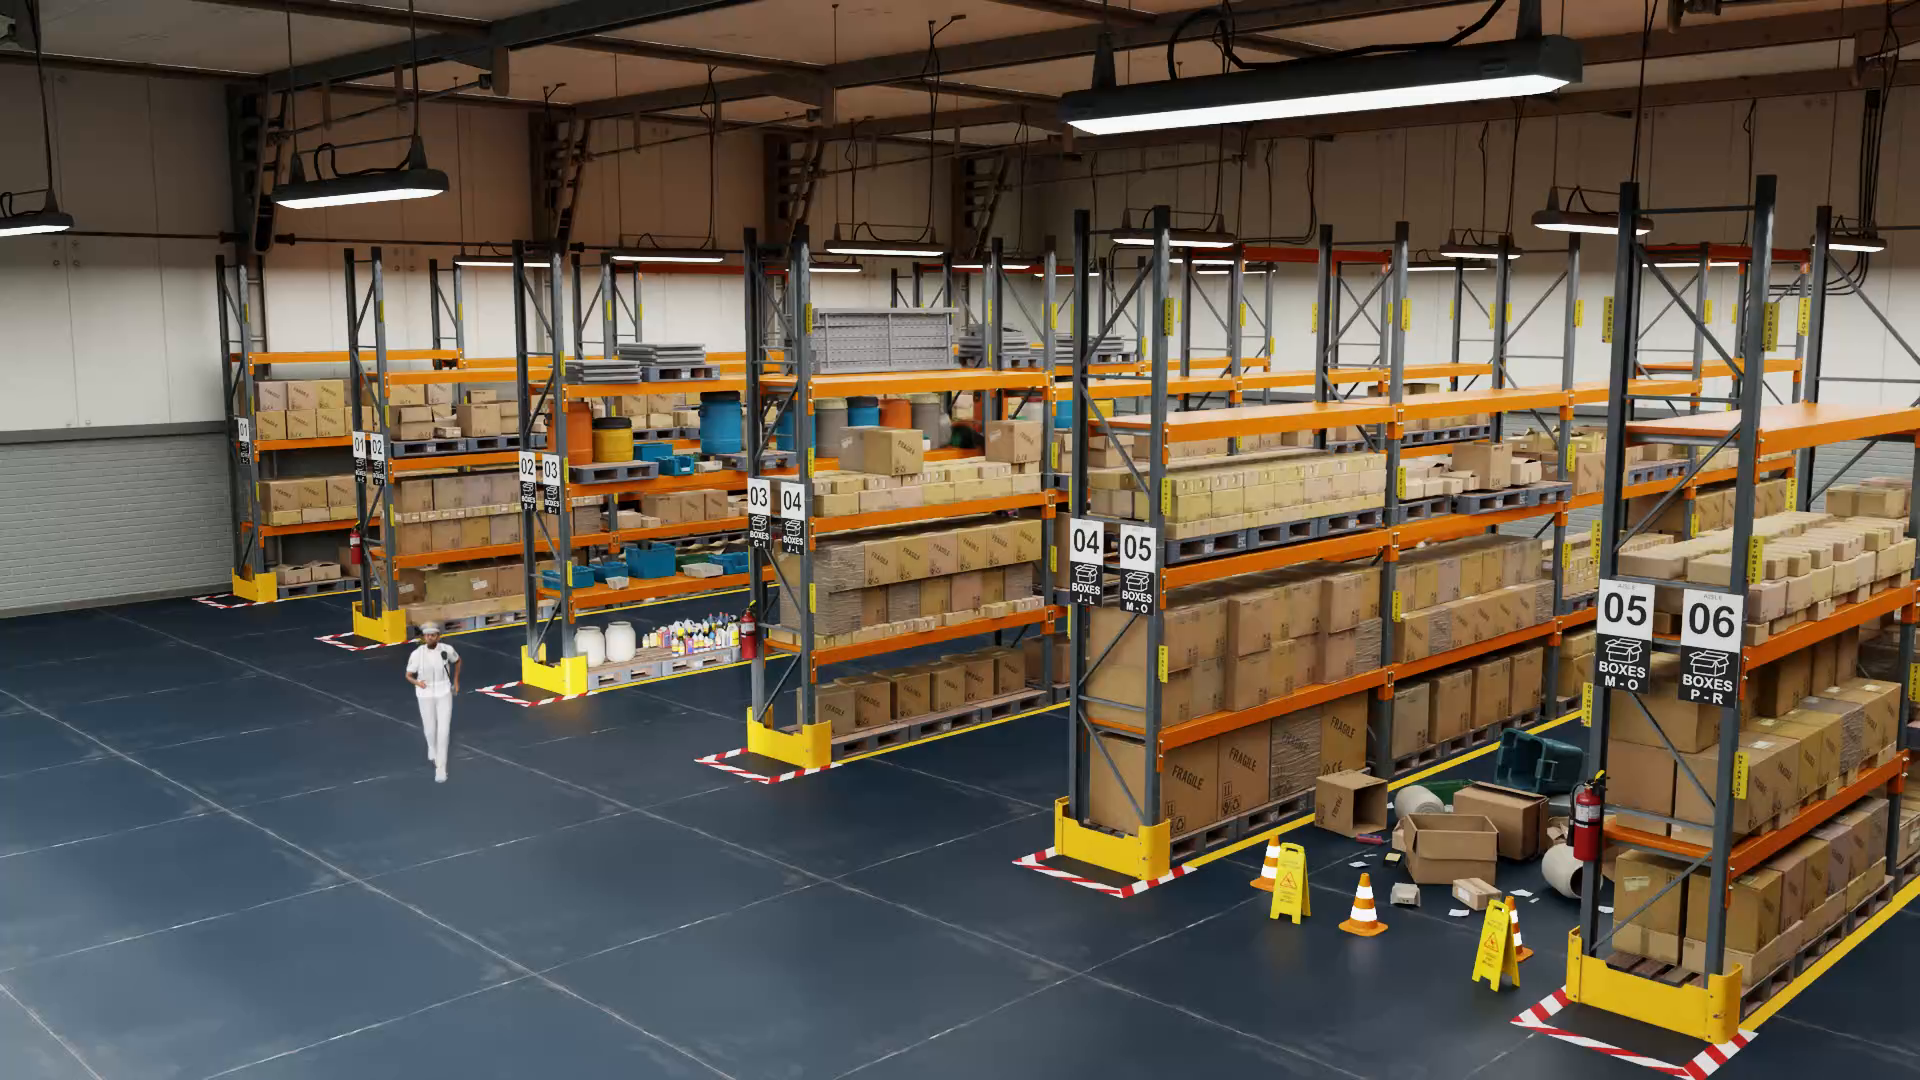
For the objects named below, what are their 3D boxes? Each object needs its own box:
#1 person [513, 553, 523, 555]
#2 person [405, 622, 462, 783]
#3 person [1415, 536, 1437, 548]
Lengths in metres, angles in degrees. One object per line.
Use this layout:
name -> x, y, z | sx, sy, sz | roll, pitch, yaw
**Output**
person -> -7.764, 0.179, 29.421 | 0.691, 1.705, 0.544 | -8, 11, -43
person -> -5.804, 1.736, 18.371 | 0.589, 1.718, 0.923 | -2, 8, -15
person -> 7.161, 0.661, 25.527 | 0.652, 1.804, 0.937 | 7, 11, 41
